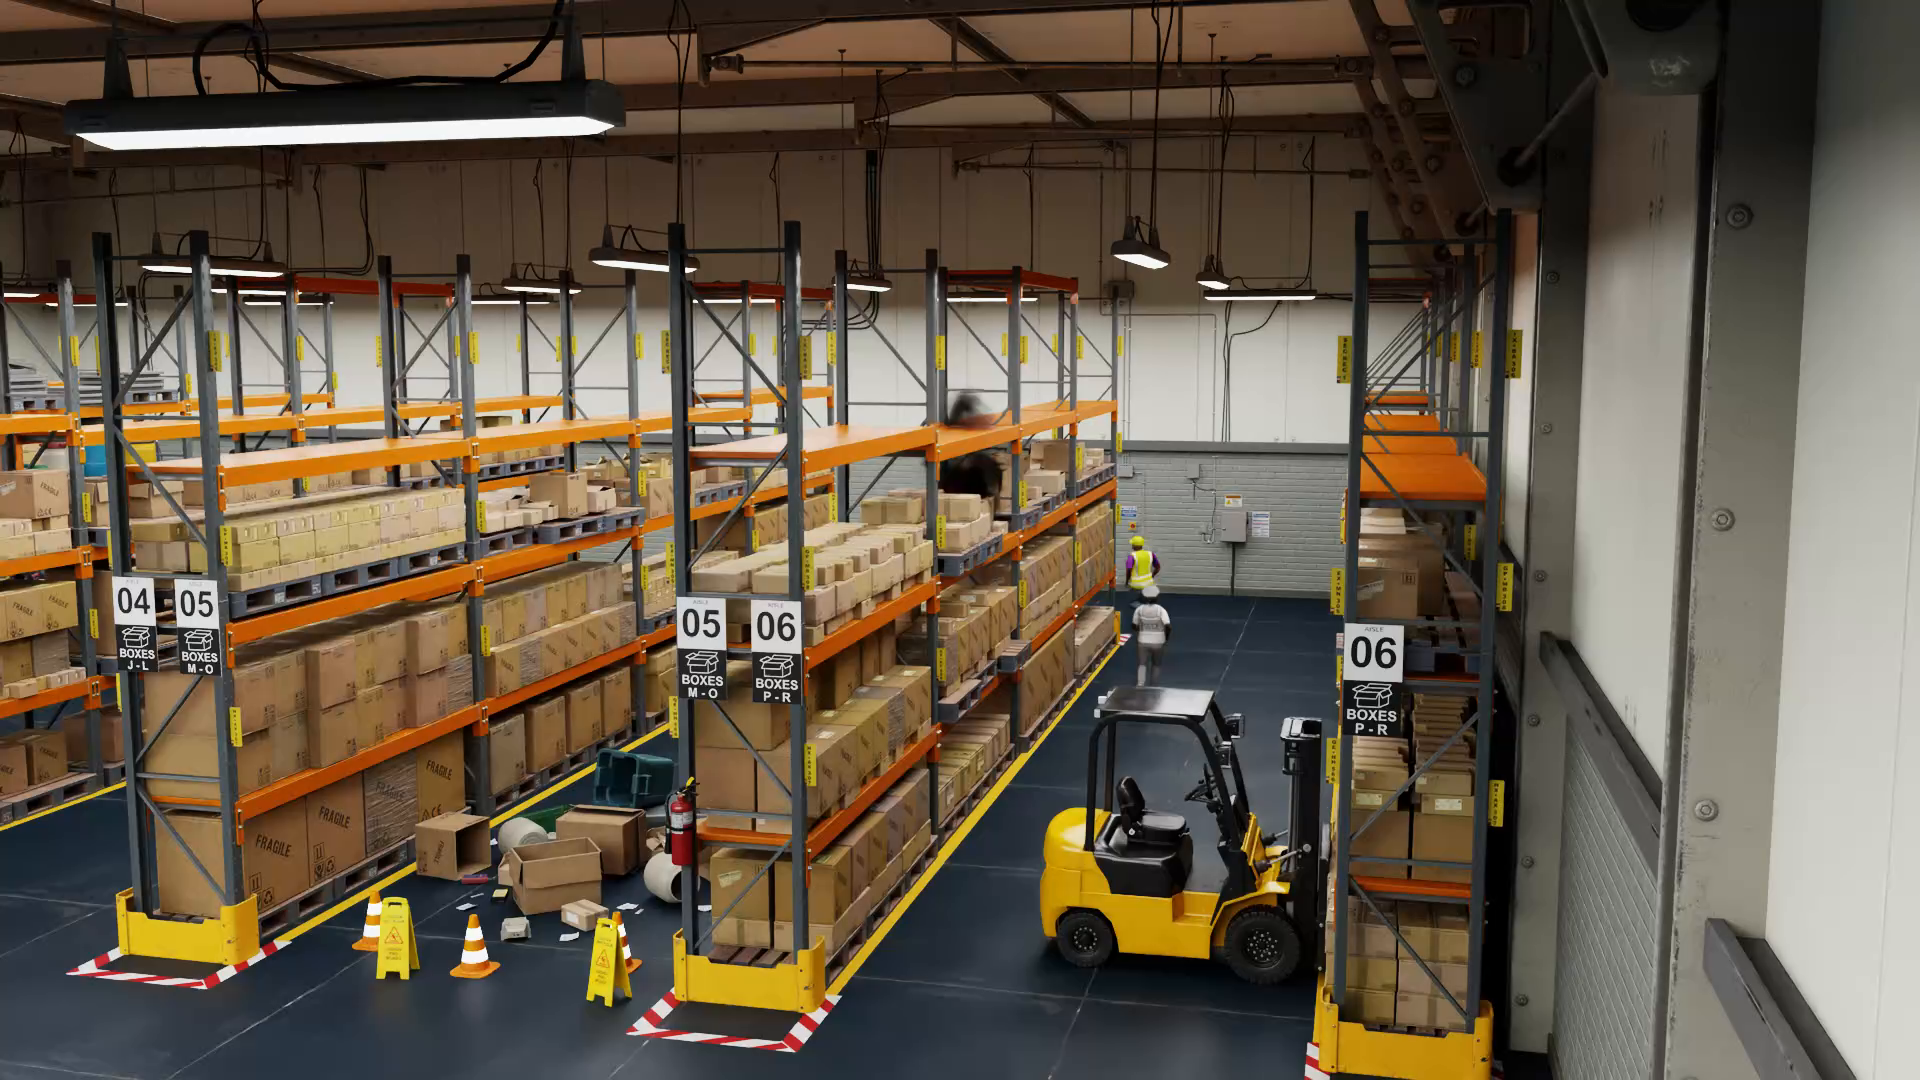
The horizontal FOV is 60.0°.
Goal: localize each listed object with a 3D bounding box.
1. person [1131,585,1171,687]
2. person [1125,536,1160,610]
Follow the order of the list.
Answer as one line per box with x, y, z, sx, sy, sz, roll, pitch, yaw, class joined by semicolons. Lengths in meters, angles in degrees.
2.720;1.464;23.630;0.584;1.659;0.720;2;7;13;person
3.162;0.770;29.221;0.759;1.707;0.537;-3;8;-26;person
